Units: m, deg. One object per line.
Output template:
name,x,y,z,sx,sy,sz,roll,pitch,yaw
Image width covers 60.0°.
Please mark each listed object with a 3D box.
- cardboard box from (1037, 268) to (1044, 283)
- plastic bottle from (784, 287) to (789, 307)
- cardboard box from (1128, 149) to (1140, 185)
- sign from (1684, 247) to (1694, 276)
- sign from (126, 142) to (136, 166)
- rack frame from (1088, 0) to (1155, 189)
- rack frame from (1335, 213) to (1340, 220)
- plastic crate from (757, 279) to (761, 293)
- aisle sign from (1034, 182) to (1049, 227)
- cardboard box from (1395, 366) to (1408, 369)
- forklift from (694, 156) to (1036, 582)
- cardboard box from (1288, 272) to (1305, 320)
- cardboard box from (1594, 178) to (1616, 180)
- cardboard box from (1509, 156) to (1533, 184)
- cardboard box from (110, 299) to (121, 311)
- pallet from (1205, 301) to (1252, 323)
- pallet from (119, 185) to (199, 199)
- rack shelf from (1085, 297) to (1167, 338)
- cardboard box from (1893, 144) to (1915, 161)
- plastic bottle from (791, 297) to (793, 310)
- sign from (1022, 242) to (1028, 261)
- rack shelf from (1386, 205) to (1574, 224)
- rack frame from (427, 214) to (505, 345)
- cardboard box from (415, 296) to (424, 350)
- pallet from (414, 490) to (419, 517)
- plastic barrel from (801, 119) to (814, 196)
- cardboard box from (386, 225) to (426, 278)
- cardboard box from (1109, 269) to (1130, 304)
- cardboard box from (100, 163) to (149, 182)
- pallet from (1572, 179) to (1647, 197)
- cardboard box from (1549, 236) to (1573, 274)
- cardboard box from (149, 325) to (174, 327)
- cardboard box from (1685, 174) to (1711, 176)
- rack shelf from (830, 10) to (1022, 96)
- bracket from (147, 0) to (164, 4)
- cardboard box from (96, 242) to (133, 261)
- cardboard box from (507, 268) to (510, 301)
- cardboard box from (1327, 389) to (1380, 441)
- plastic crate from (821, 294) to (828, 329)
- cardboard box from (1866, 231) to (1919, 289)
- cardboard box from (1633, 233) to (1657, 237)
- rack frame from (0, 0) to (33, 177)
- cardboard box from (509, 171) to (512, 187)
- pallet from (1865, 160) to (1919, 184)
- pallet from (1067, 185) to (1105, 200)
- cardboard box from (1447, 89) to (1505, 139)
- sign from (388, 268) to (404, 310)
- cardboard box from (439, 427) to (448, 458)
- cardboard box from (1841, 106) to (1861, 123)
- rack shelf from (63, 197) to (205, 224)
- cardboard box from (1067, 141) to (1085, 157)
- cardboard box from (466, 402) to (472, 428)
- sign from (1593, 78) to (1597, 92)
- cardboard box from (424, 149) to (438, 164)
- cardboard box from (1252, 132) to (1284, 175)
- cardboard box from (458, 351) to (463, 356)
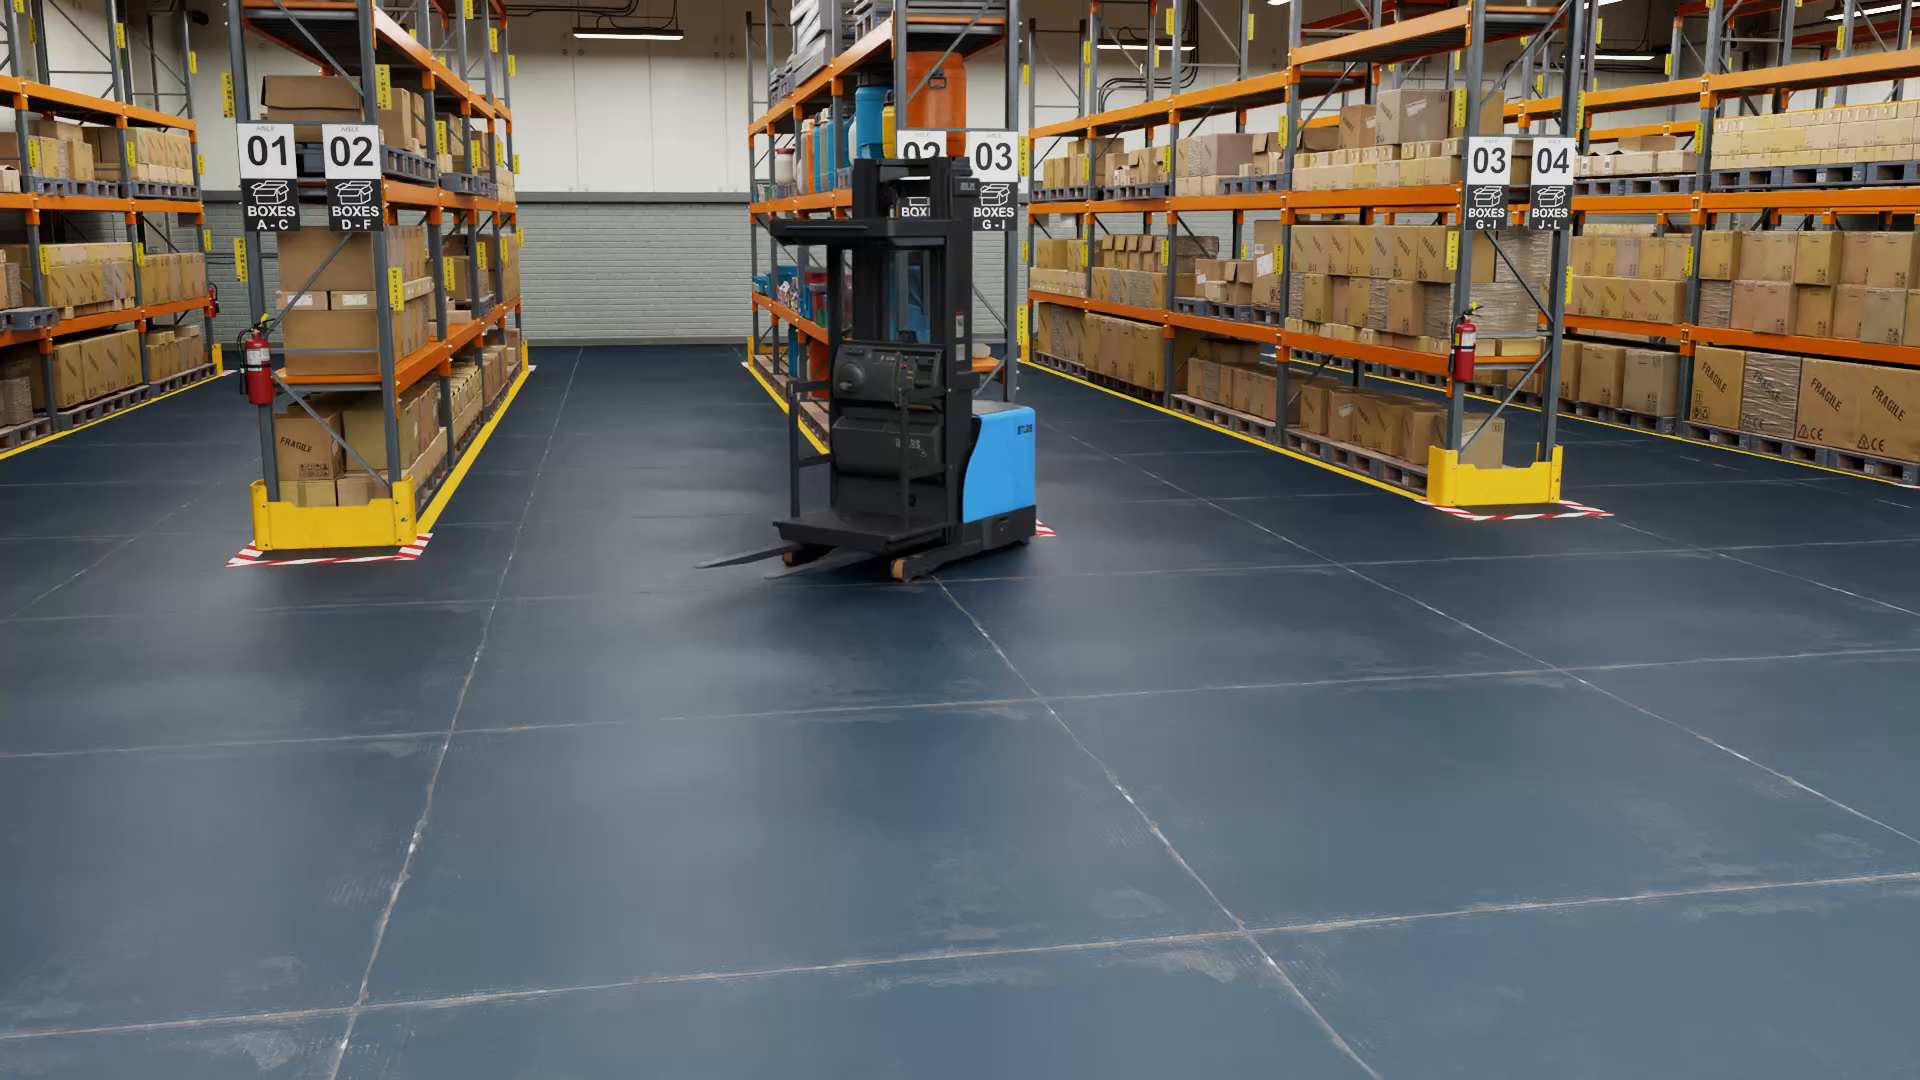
cardboard box,1.654,-4.623,29.068,0.500,0.250,0.500,-2,11,-12
plastic bottle,-2.421,-3.458,23.672,0.152,0.276,0.135,-2,11,-11
cardboard box,2.856,-5.381,24.022,0.797,0.503,0.637,-2,11,-12
sign,8.407,-3.213,19.169,0.100,0.325,0.005,-2,11,-11
sign,-11.550,-5.373,23.157,0.100,0.325,0.005,-2,11,-11
rack frame,2.496,-6.957,25.680,1.000,3.000,0.127,-2,11,-11
rack frame,6.603,-4.905,30.946,1.000,3.000,0.127,-2,11,-11
plastic crate,-3.159,-4.212,27.590,0.416,0.233,0.300,-2,11,-11
aisle sign,1.410,-6.023,29.865,0.394,0.787,0.004,-2,11,-11
cardboard box,7.265,-3.005,26.523,0.500,0.500,0.500,-2,11,-9
forklift,-0.646,-1.243,11.887,1.130,2.935,3.031,7,13,34
cardboard box,4.079,-2.653,18.050,0.875,0.500,0.500,-2,11,-11
cardboard box,11.684,-6.507,29.680,0.500,0.500,0.500,-2,11,-10
cardboard box,4.990,-3.307,14.925,0.500,0.250,0.500,-2,11,-9
cardboard box,-11.549,-3.163,22.412,0.380,0.149,0.250,-2,11,-11
pallet,3.699,-2.820,20.505,1.003,0.211,1.213,-2,11,-11
pallet,-12.703,-5.497,26.272,1.003,0.211,1.213,-2,11,-11
rack shelf,2.885,-3.290,24.381,1.077,0.370,4.000,-2,11,-11
cardboard box,9.219,-3.718,15.969,0.380,0.149,0.250,-2,11,-10
plastic bottle,-2.263,-3.246,22.761,0.097,0.201,0.097,0,11,0
sign,1.173,-5.189,29.907,0.100,0.325,0.005,-2,11,-11
rack shelf,7.770,-4.925,24.951,1.077,0.370,4.000,-2,11,-11
rack frame,-7.222,-3.650,24.352,1.000,3.000,0.127,-2,11,-11
cardboard box,-5.464,-2.054,15.701,0.700,0.500,0.500,-2,11,-12
pallet,-5.077,-0.218,13.779,1.003,0.211,1.213,-2,11,-11
plastic barrel,-1.637,-4.657,20.280,0.600,0.901,0.600,0,11,0
cardboard box,-5.573,-2.788,16.086,0.700,0.500,0.500,-2,11,-11
cardboard box,2.536,-3.781,24.774,0.500,0.500,0.500,-2,11,-12
cardboard box,-11.956,-5.261,23.803,0.500,0.250,0.500,-2,11,-11
pallet,8.557,-4.498,21.287,1.003,0.211,1.213,-2,11,-8
cardboard box,8.336,-3.803,22.213,0.700,0.500,0.500,-2,11,-12
cardboard box,-12.844,-3.391,26.817,0.380,0.149,0.250,-2,11,-11
cardboard box,12.104,-5.927,26.901,0.500,0.500,0.500,-2,11,-12
rack shelf,-0.417,-4.393,15.203,1.077,0.370,4.000,-2,11,-11
bracket,-13.803,-9.319,28.463,0.235,0.232,0.430,-2,11,-11
cardboard box,-11.738,-3.967,22.892,0.500,0.250,0.500,-2,11,-10
cardboard box,-7.156,-3.897,25.379,0.500,0.500,0.500,-2,11,-10
cardboard box,4.210,-1.341,17.783,0.500,0.500,0.500,1,11,7
plastic crate,-1.326,-2.546,18.591,0.392,0.384,0.575,-2,11,-11
cardboard box,9.484,-2.742,16.291,0.875,0.550,0.550,-2,11,-11
cardboard box,11.854,-4.987,28.434,0.500,0.500,0.500,-2,11,-11
rack frame,-11.302,-5.683,18.987,1.000,3.000,0.127,-2,11,-11
cardboard box,-7.552,-5.853,26.965,0.500,0.250,0.500,-2,11,-11
pallet,9.561,-3.536,15.969,1.003,0.211,1.213,-2,11,-11
pallet,2.347,-5.590,26.760,1.003,0.211,1.213,-2,11,-11
cardboard box,4.806,-4.005,15.796,0.500,0.500,0.500,-2,11,-11
sign,-4.342,-1.933,12.801,0.100,0.325,0.005,-2,11,-11
cardboard box,-5.361,-0.961,16.456,0.500,0.250,0.500,-2,11,-11
cardboard box,9.070,-4.251,16.633,0.380,0.149,0.250,-2,11,-12
rack shelf,-12.469,-4.956,25.116,1.077,0.370,4.000,-2,11,-11
cardboard box,2.101,-6.519,27.739,0.500,0.250,0.500,-2,11,-13
cardboard box,-5.801,-1.404,18.779,0.500,0.250,0.500,-2,11,-10
sign,11.974,-8.566,31.423,0.100,0.325,0.005,-2,11,-11
cardboard box,-5.977,-4.142,18.192,0.500,0.250,0.500,-3,11,-16
cardboard box,3.874,-4.536,19.583,0.797,0.503,0.637,-2,11,-9
cardboard box,-7.162,-2.351,23.037,0.500,0.500,0.500,-2,11,-10
